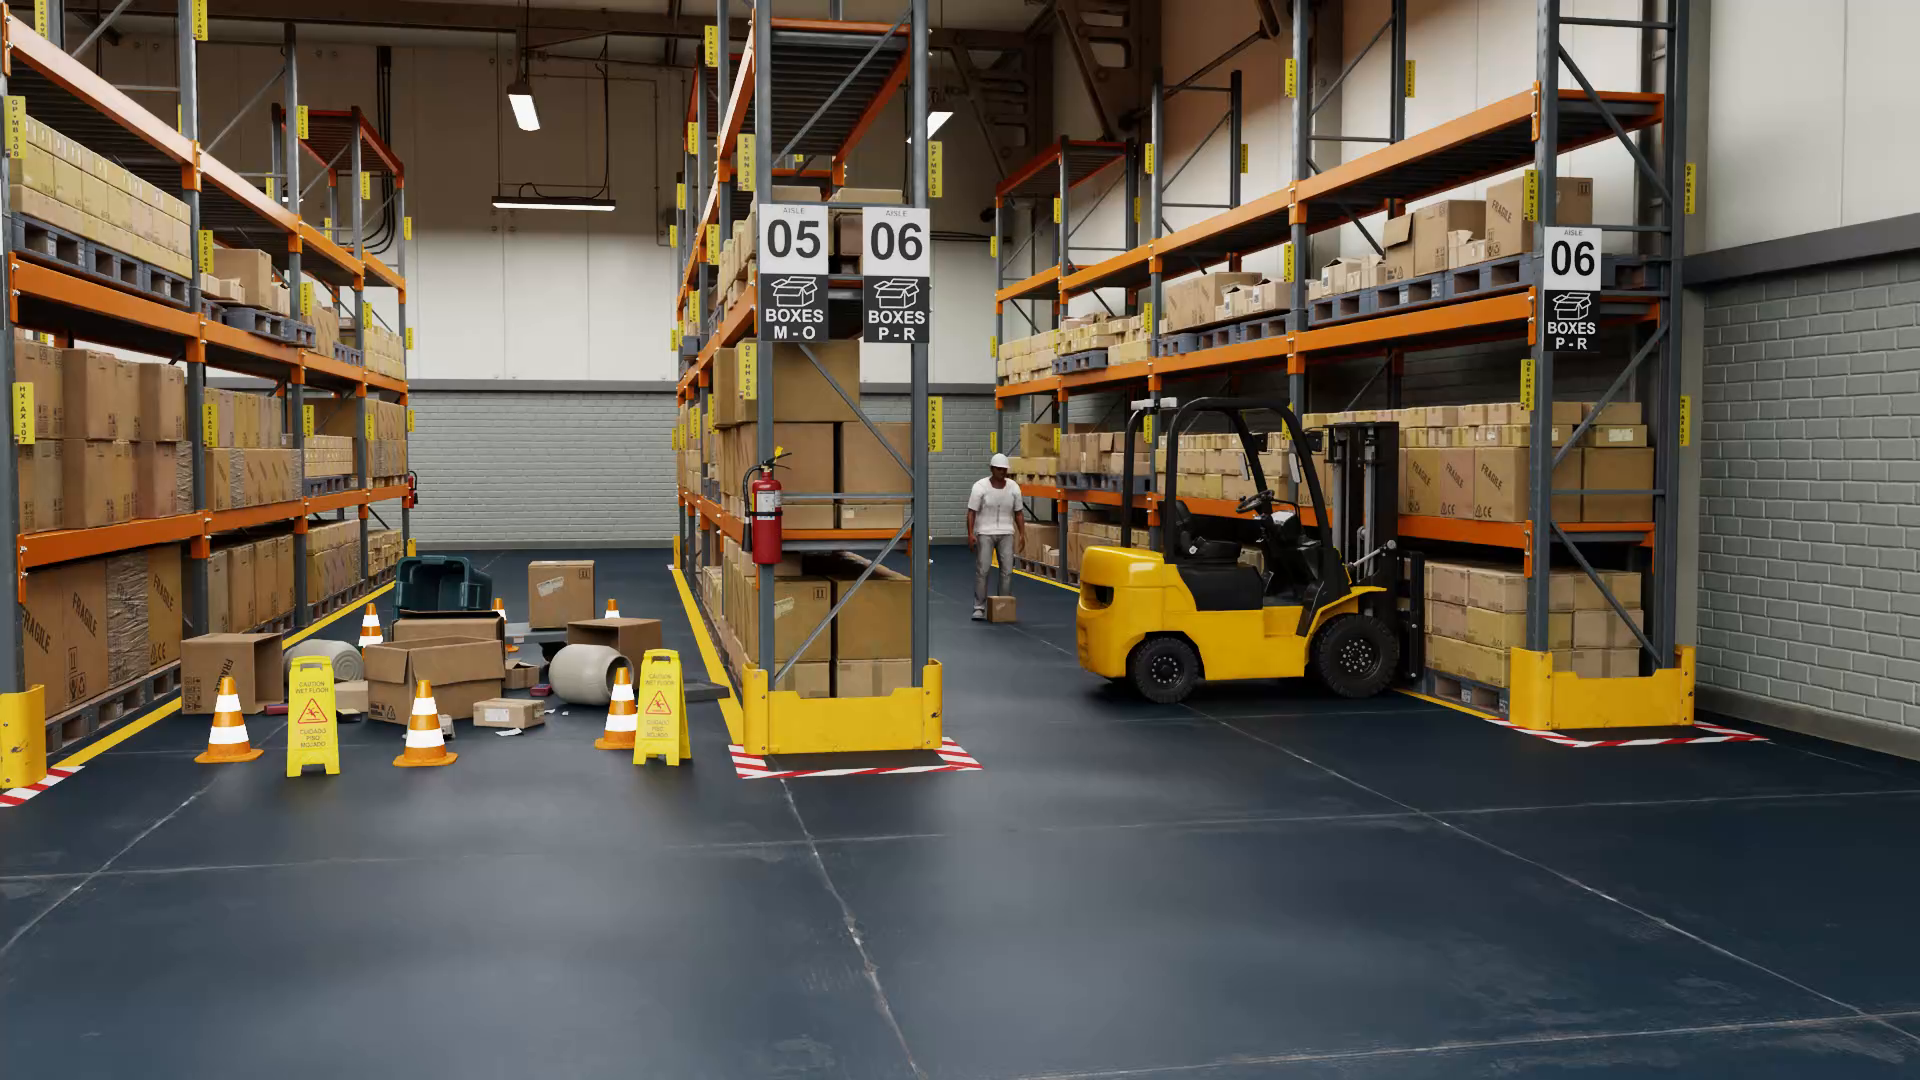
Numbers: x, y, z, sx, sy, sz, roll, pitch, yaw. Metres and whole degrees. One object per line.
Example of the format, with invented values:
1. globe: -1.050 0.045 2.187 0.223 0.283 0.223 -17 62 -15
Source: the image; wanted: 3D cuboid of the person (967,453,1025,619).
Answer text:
1. person: 0.384 -0.040 17.676 0.638 1.761 0.459 -1 3 -13
